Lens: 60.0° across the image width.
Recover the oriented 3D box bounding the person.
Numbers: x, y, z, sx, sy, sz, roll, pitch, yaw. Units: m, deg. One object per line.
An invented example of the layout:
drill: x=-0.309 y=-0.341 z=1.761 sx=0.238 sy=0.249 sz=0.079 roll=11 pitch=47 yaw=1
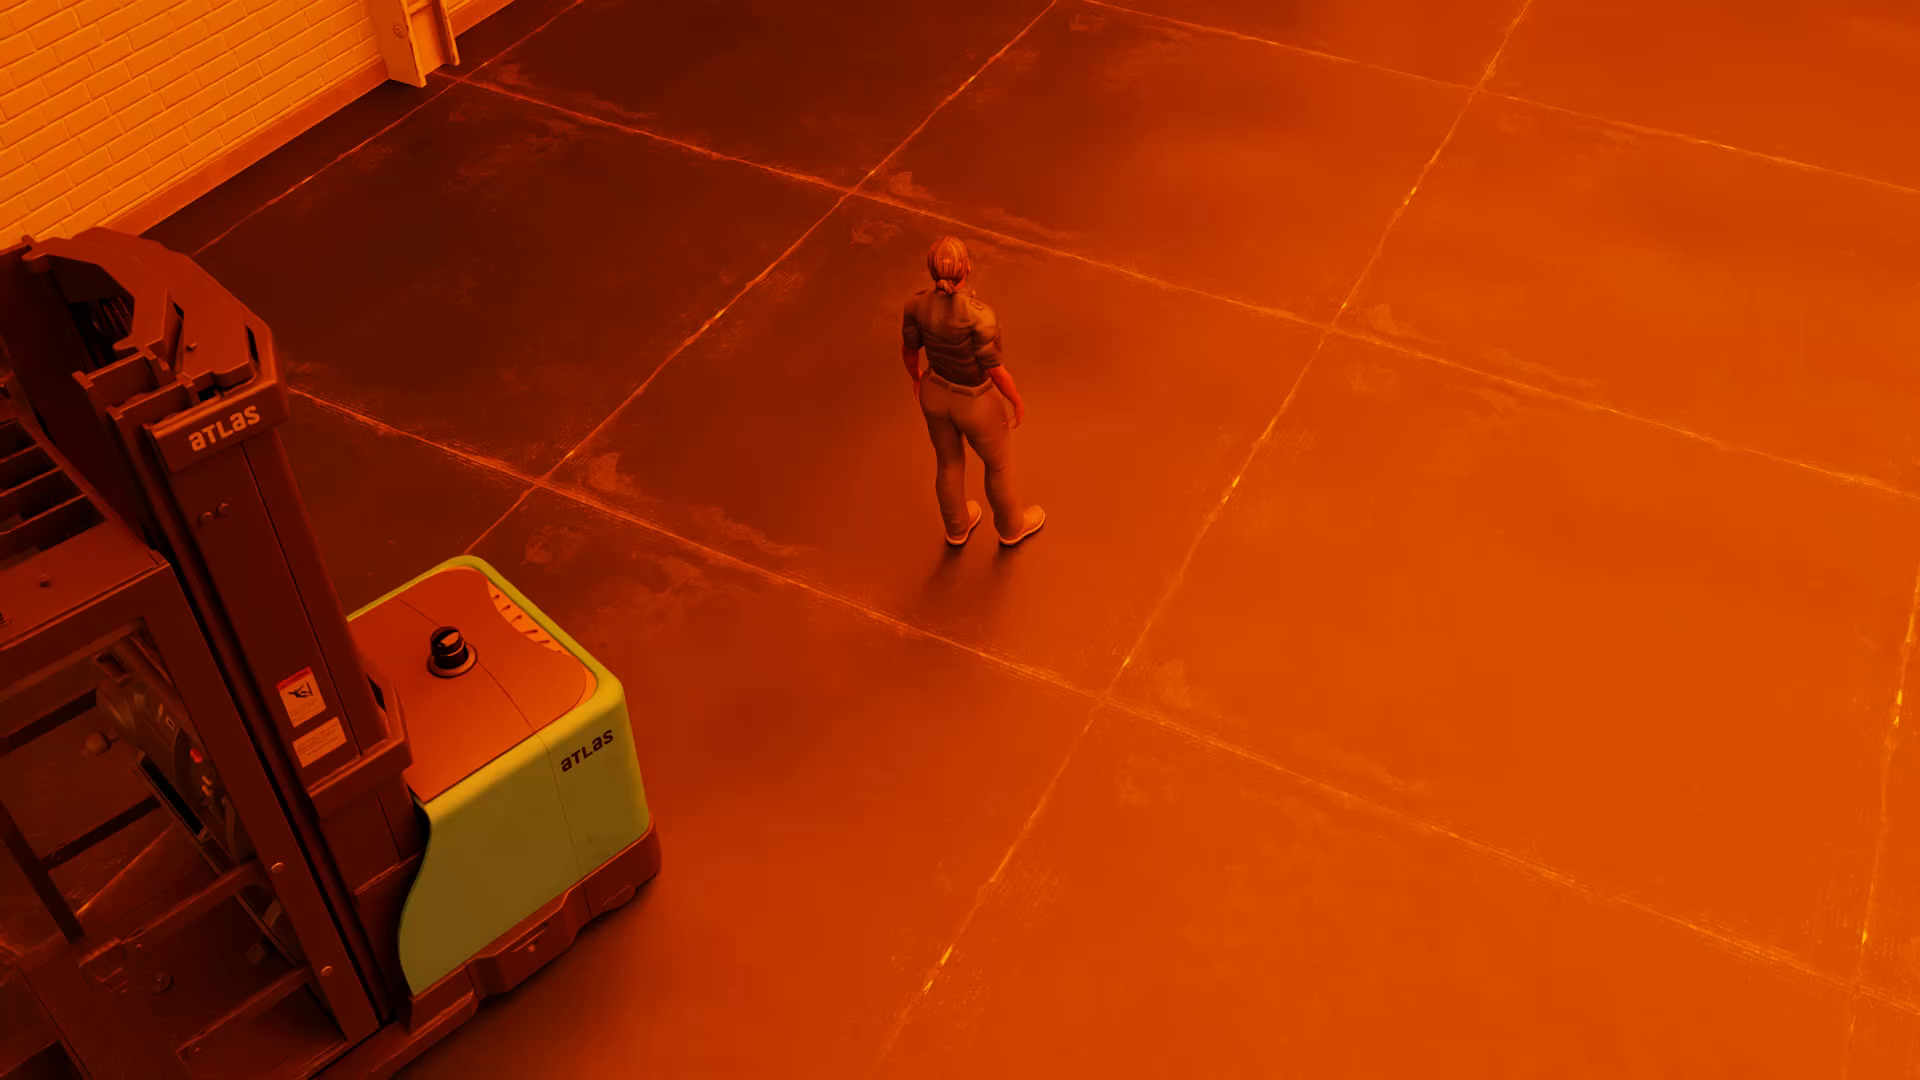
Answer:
person: x=0.058 y=-0.649 z=7.273 sx=0.569 sy=1.641 sz=0.504 roll=20 pitch=47 yaw=20

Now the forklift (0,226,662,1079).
forklift: x=-2.547 y=0.690 z=4.921 sx=3.031 sy=2.935 sz=1.130 roll=-34 pitch=53 yaw=-31
